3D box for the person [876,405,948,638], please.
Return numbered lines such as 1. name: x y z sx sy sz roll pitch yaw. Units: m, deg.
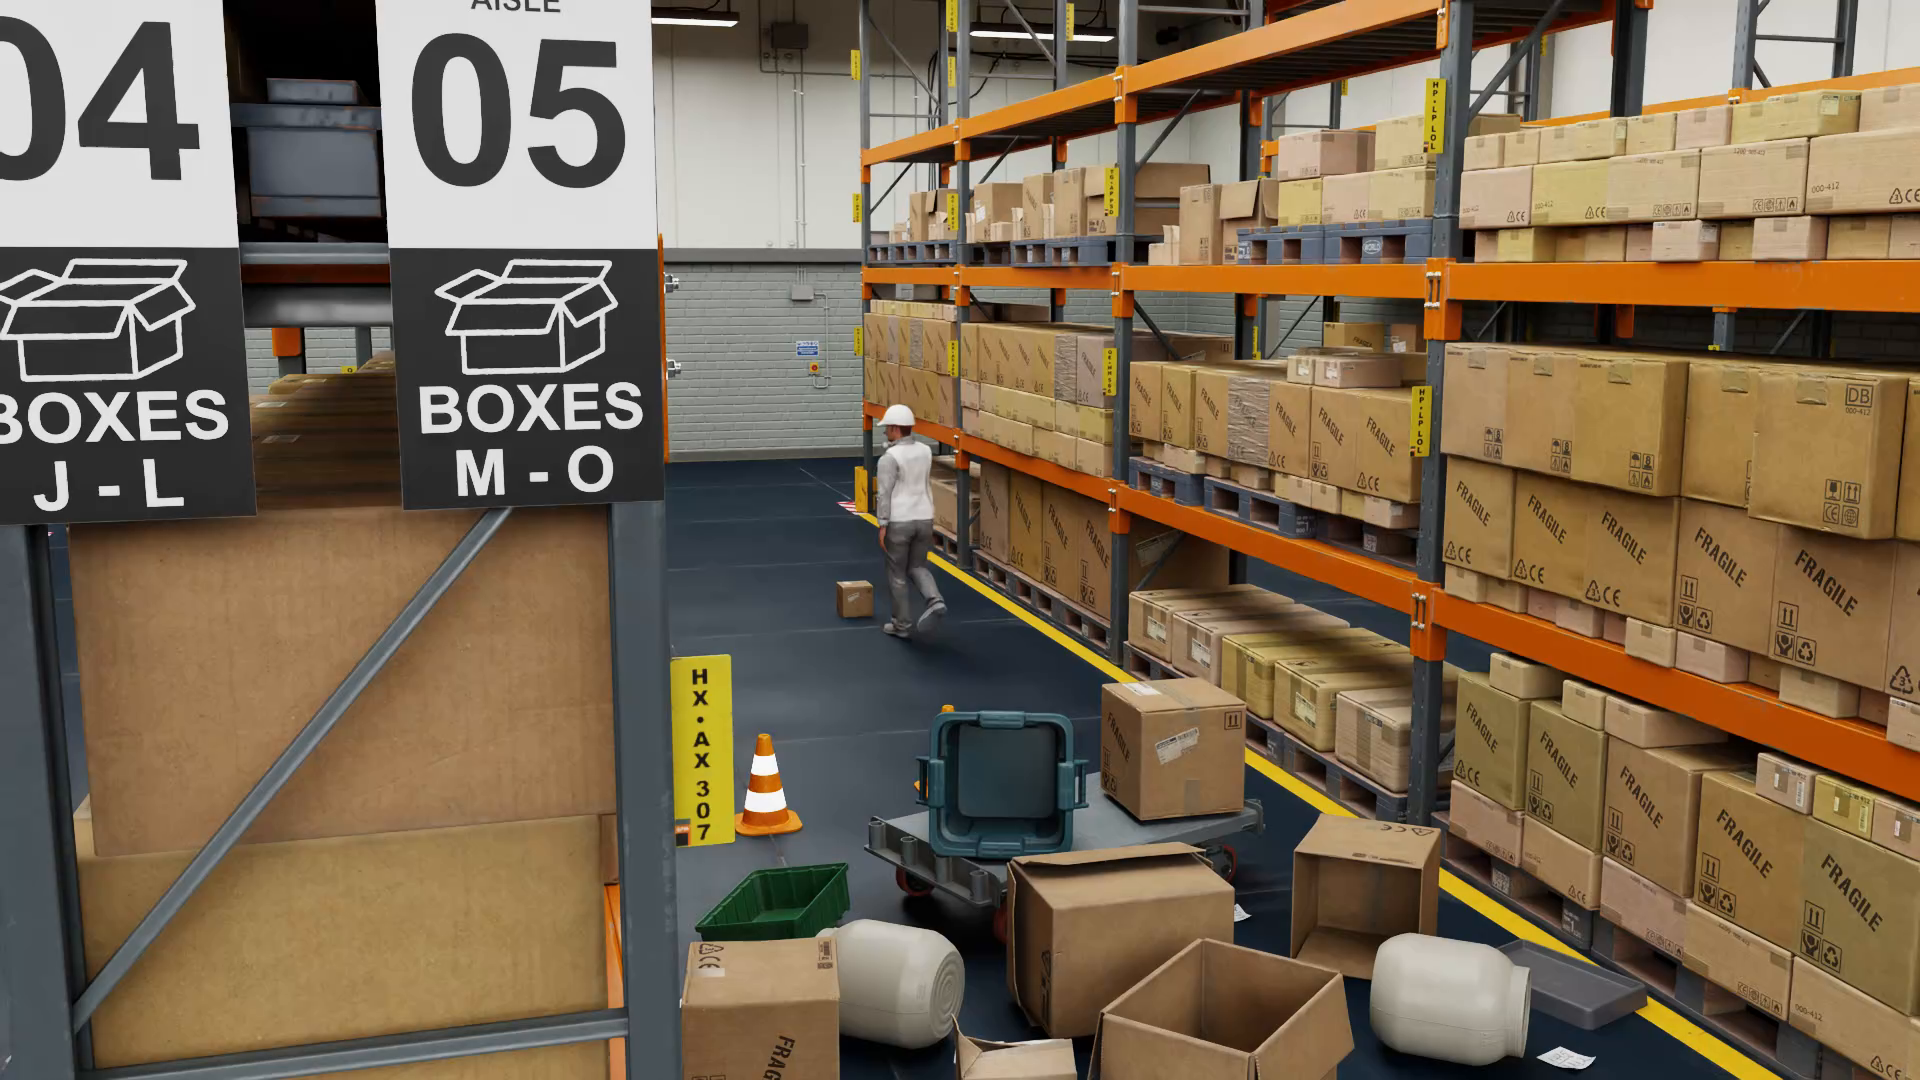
1. person: -0.392 -0.125 12.505 0.539 1.769 0.652 -7 11 -36
